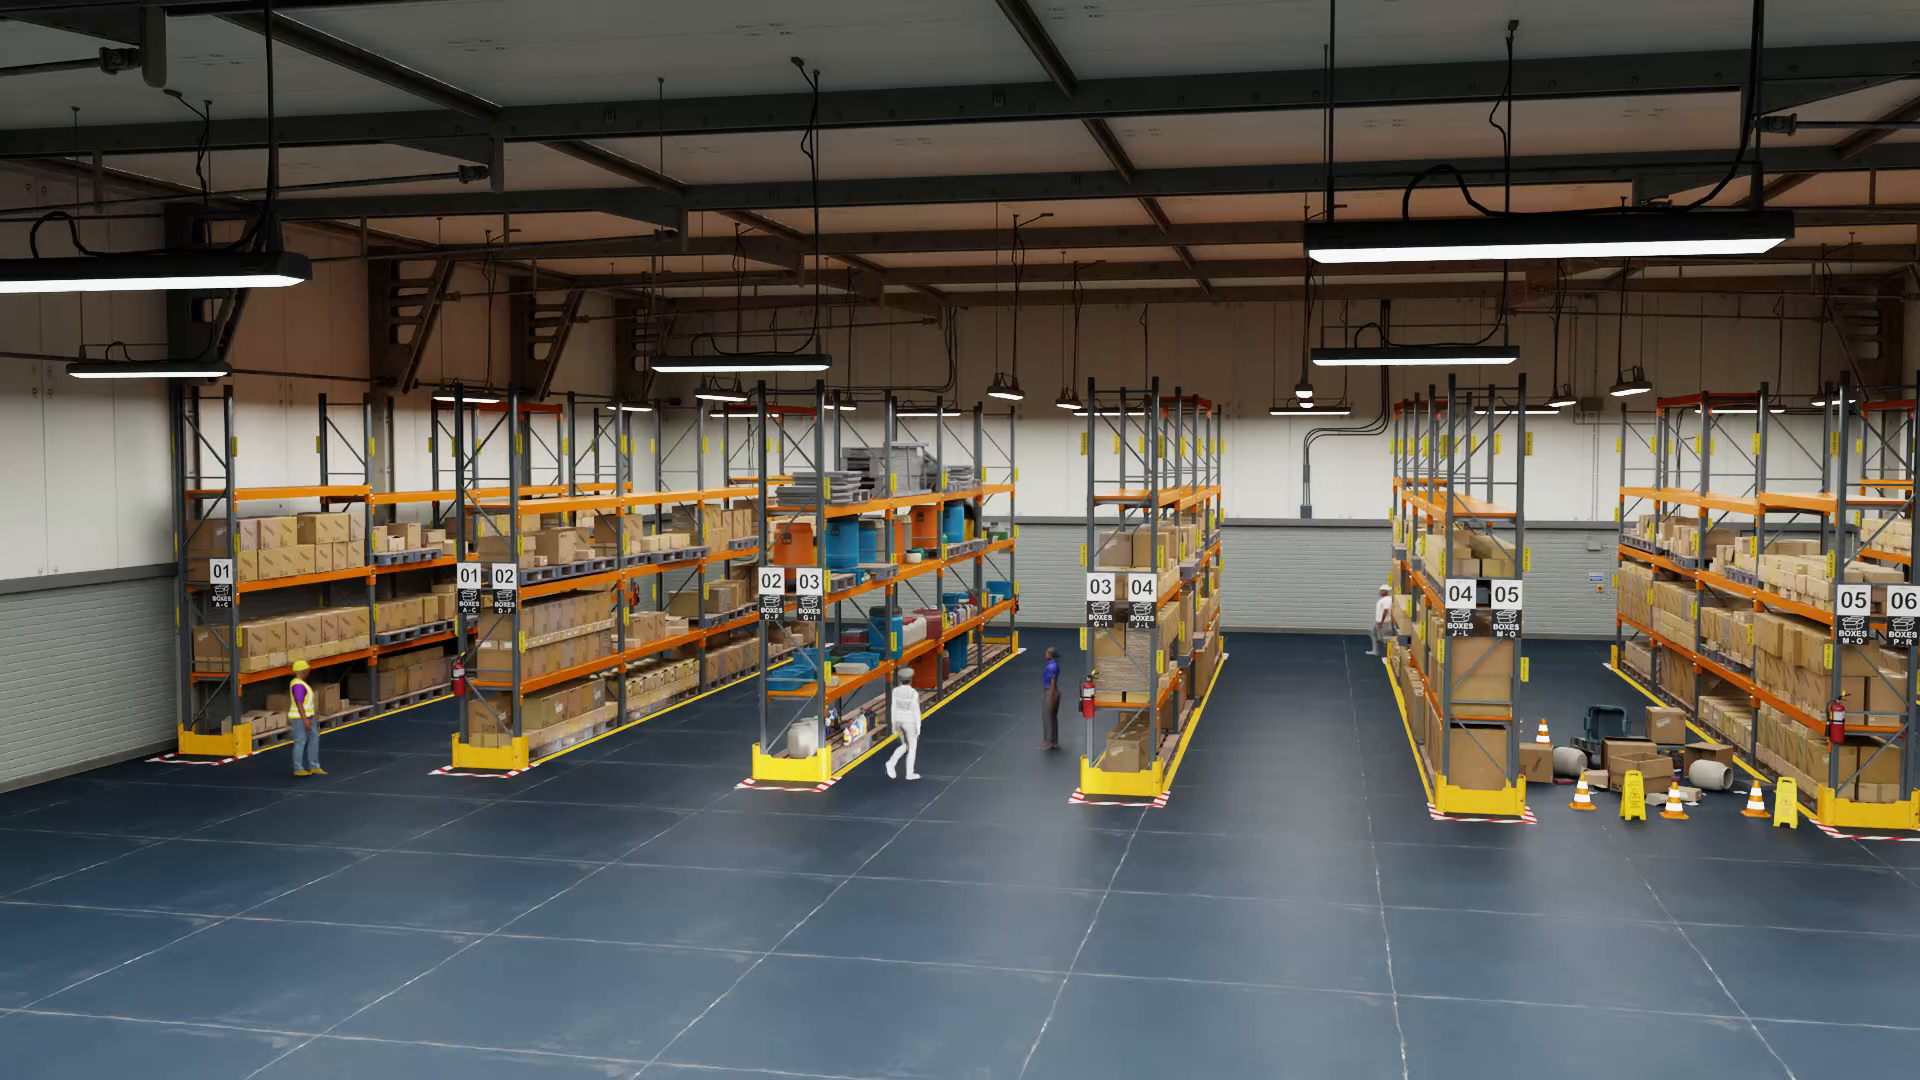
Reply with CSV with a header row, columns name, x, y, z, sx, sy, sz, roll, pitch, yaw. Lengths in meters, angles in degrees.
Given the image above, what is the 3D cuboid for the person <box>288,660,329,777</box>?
name,x,y,z,sx,sy,sz,roll,pitch,yaw
person,-9.963,2.730,25.309,0.543,1.804,0.581,0,3,5

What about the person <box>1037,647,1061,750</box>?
name,x,y,z,sx,sy,sz,roll,pitch,yaw
person,1.492,2.634,27.716,0.344,1.699,0.582,1,3,12

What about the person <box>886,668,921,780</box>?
name,x,y,z,sx,sy,sz,roll,pitch,yaw
person,-0.795,2.757,24.885,0.501,1.681,0.475,-3,4,-43

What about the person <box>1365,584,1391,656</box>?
name,x,y,z,sx,sy,sz,roll,pitch,yaw
person,10.110,1.919,39.652,0.842,1.722,0.704,1,3,13
